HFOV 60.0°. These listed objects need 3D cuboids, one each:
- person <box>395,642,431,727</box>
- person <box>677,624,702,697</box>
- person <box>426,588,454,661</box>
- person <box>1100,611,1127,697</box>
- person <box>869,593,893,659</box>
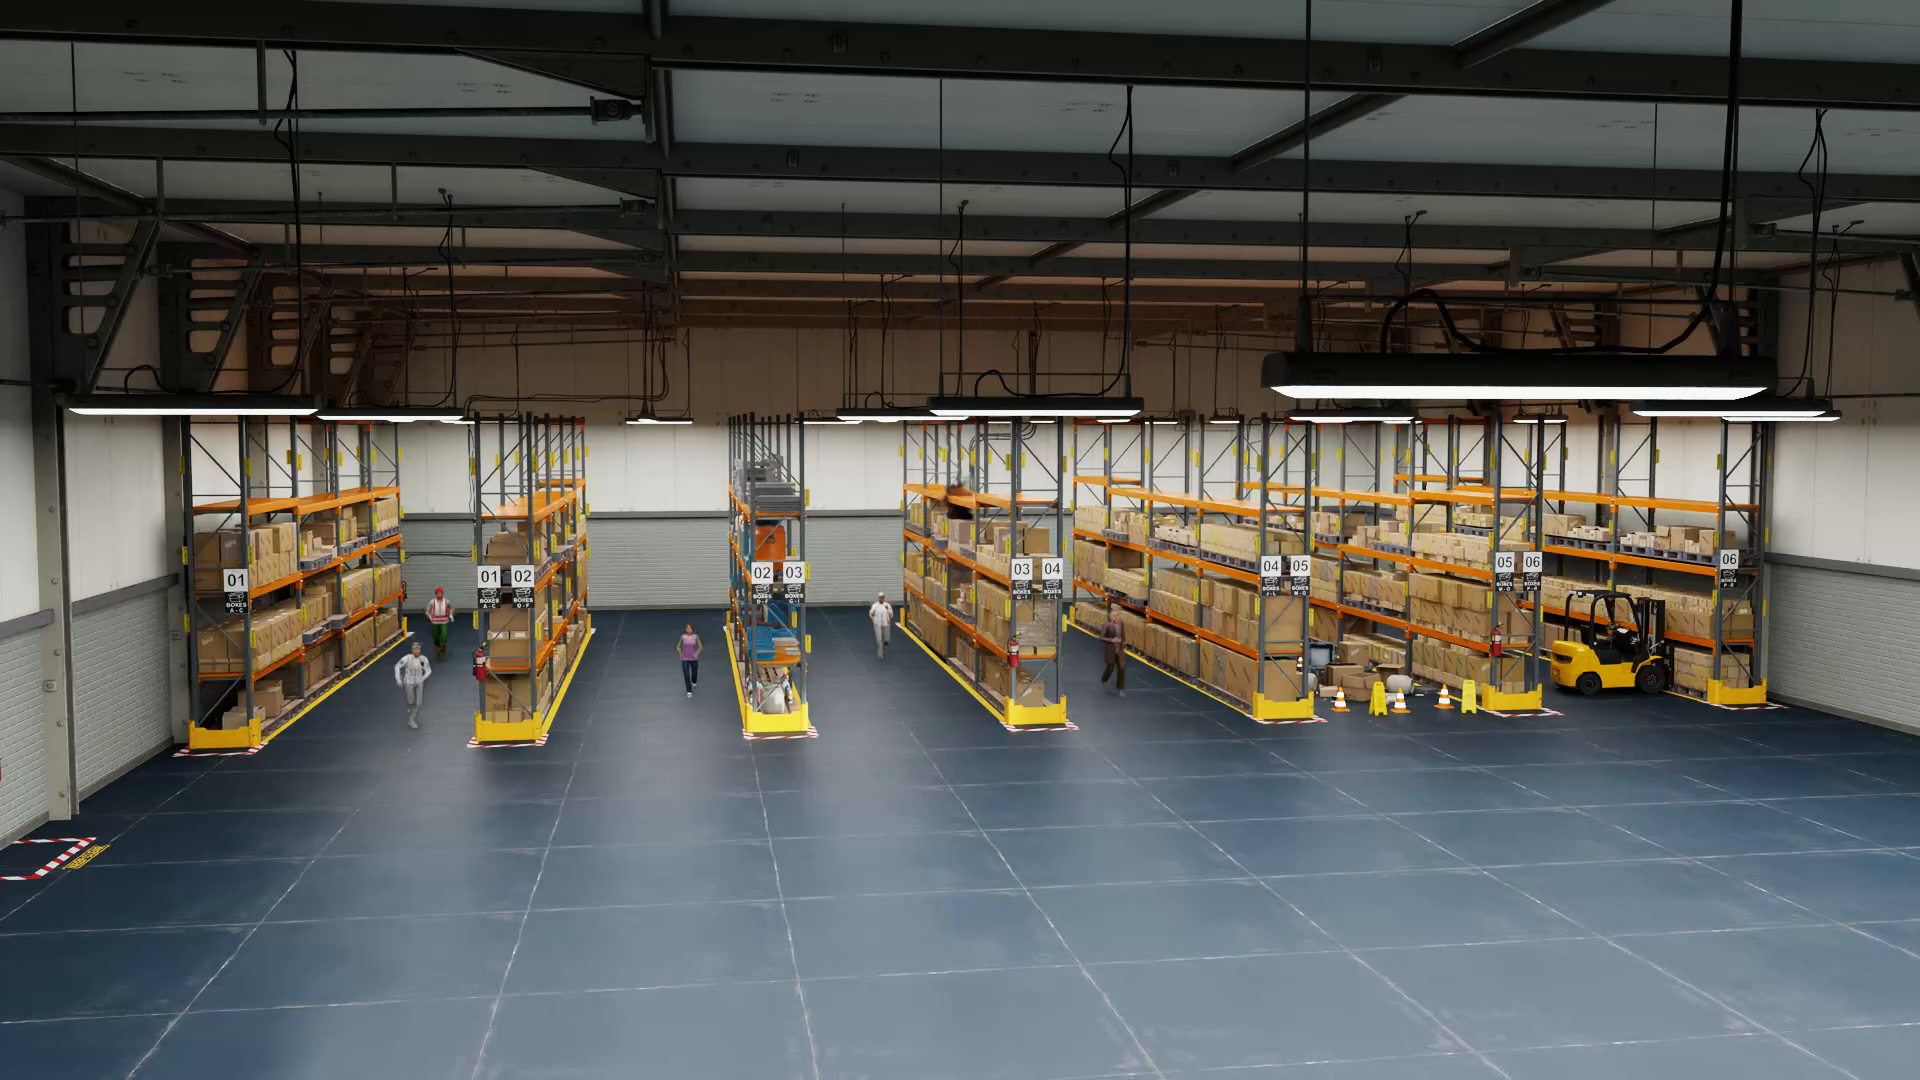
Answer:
[{"bbox_3d":[-10.447,2.758,31.806,0.653,1.650,0.641,-2,4,-26],"label":"person"},{"bbox_3d":[-5.750,2.545,35.331,0.535,1.548,0.567,0,4,-6],"label":"person"},{"bbox_3d":[-12.802,2.053,40.963,0.665,1.767,0.904,-1,4,-19],"label":"person"},{"bbox_3d":[3.272,2.431,35.652,0.738,1.854,0.970,-2,4,-25],"label":"person"},{"bbox_3d":[-1.952,2.111,41.250,0.608,1.617,0.559,-1,4,-9],"label":"person"}]
